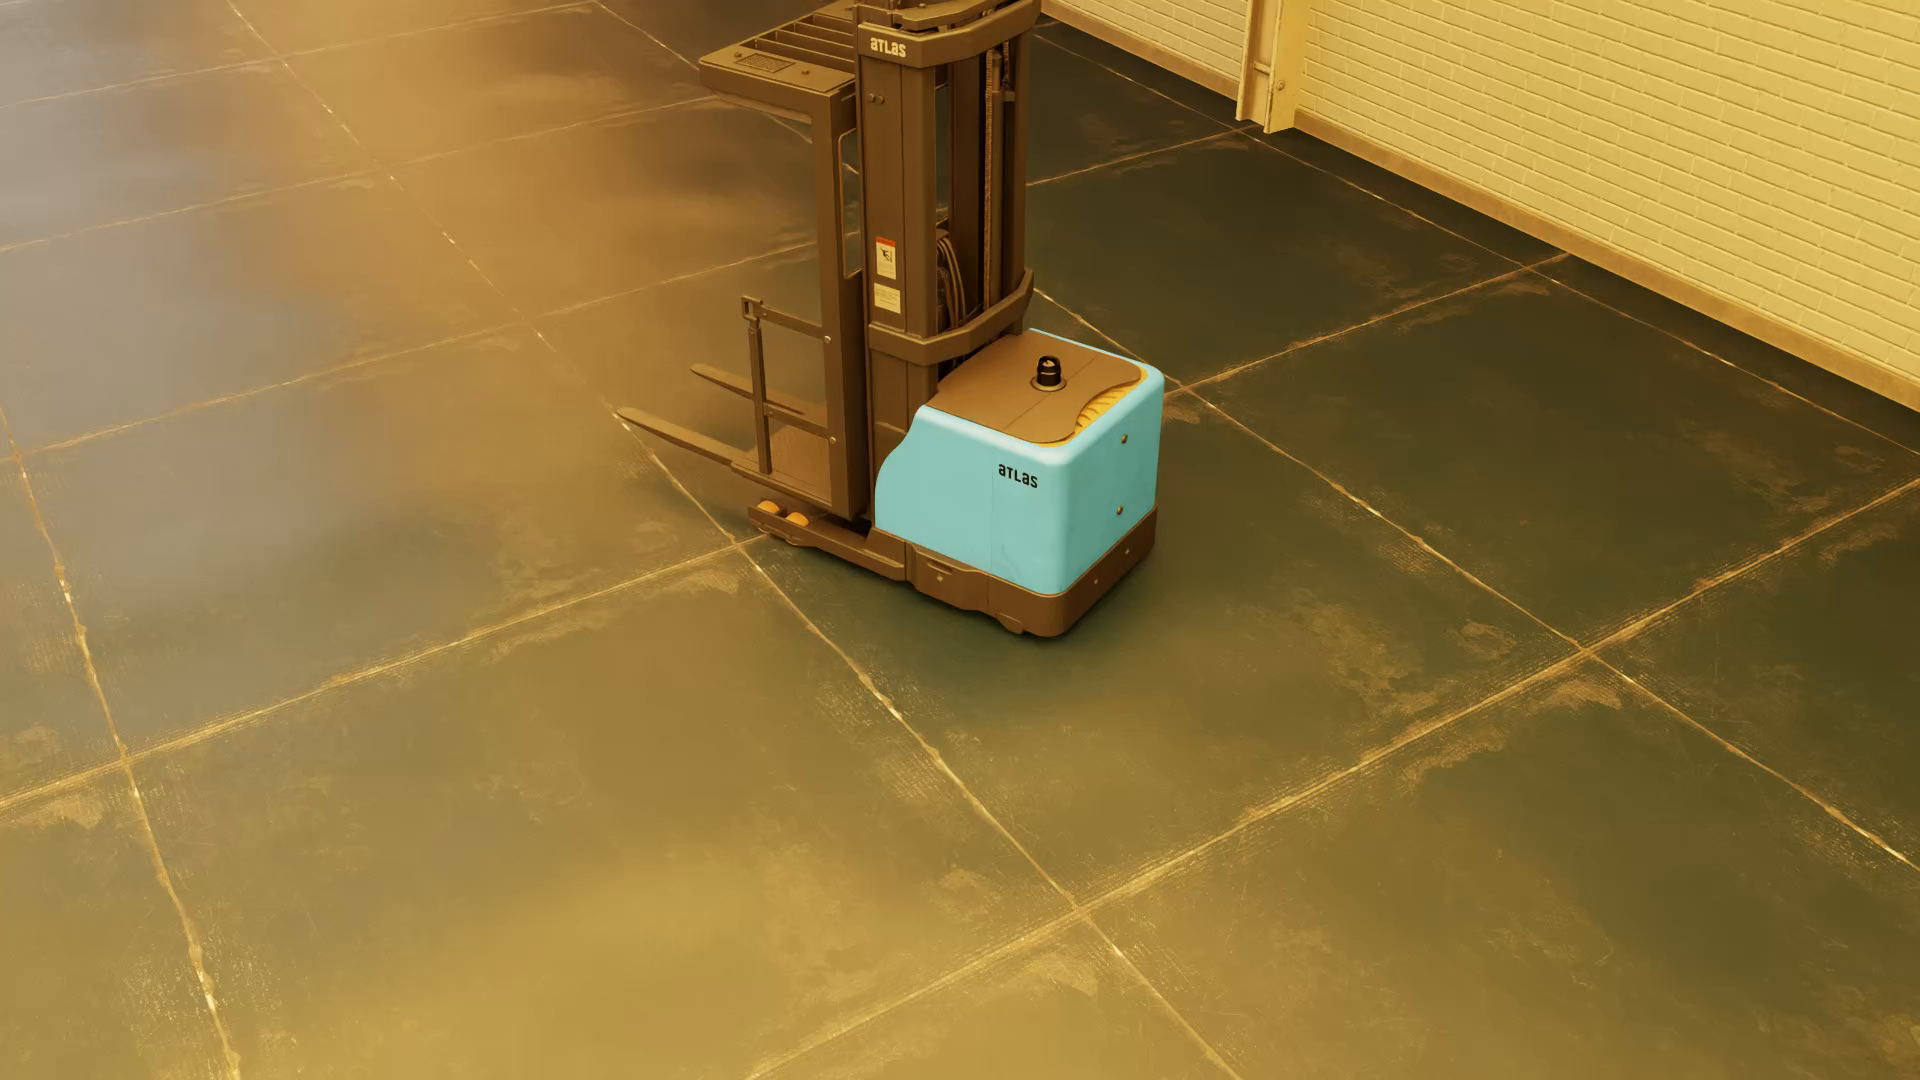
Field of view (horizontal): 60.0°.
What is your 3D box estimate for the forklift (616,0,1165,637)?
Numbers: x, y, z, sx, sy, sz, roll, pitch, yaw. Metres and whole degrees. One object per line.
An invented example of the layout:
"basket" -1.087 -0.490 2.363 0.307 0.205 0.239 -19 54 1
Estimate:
"forklift" -0.500 -1.399 8.138 3.031 2.935 1.130 22 41 28
